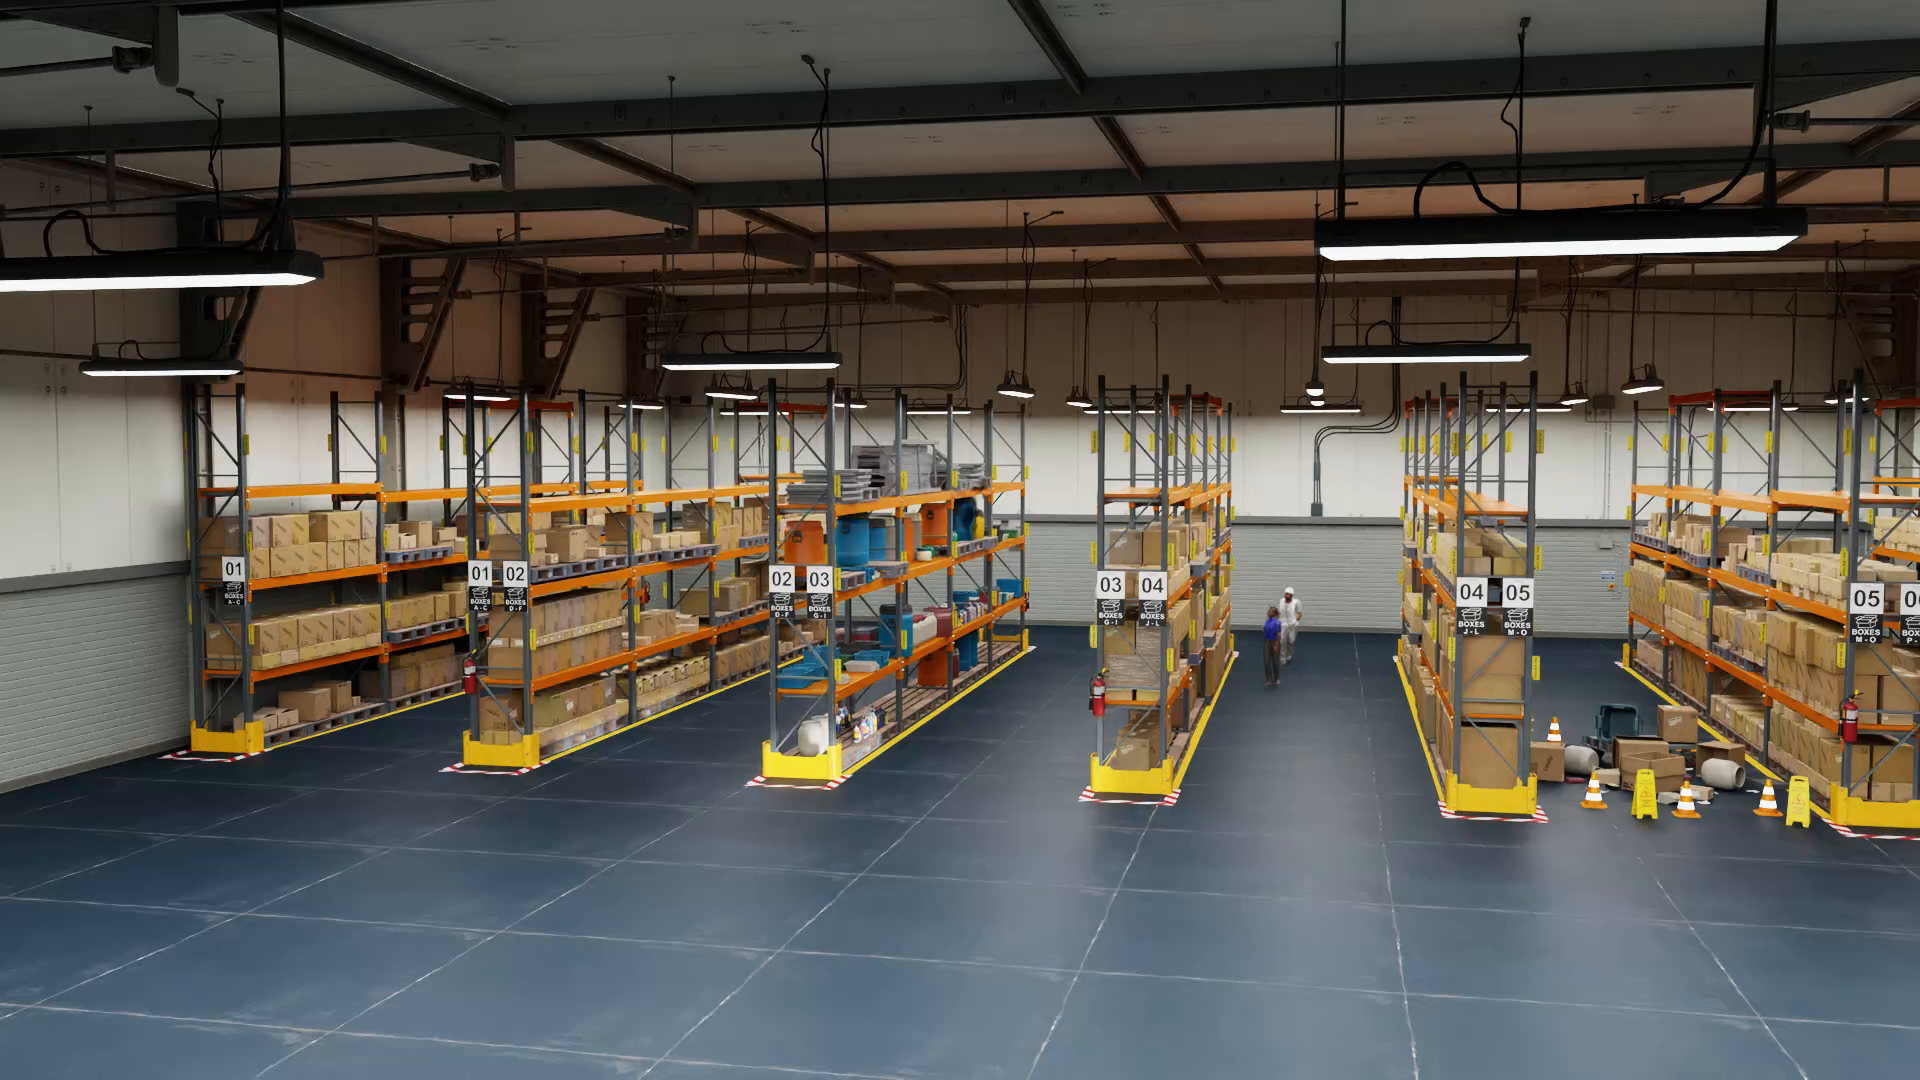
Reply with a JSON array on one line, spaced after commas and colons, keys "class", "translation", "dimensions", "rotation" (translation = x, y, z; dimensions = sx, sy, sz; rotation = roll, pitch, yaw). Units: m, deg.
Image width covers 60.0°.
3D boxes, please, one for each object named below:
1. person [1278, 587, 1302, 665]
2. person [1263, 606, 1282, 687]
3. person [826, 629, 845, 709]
[{"class": "person", "translation": [7.558, 1.987, 38.125], "dimensions": [0.542, 1.809, 0.886], "rotation": [1, 3, 11]}, {"class": "person", "translation": [6.474, 2.215, 34.525], "dimensions": [0.501, 1.680, 0.494], "rotation": [3, 4, 38]}, {"class": "person", "translation": [-2.169, 2.431, 30.114], "dimensions": [0.668, 1.710, 0.454], "rotation": [-1, 4, -22]}]
